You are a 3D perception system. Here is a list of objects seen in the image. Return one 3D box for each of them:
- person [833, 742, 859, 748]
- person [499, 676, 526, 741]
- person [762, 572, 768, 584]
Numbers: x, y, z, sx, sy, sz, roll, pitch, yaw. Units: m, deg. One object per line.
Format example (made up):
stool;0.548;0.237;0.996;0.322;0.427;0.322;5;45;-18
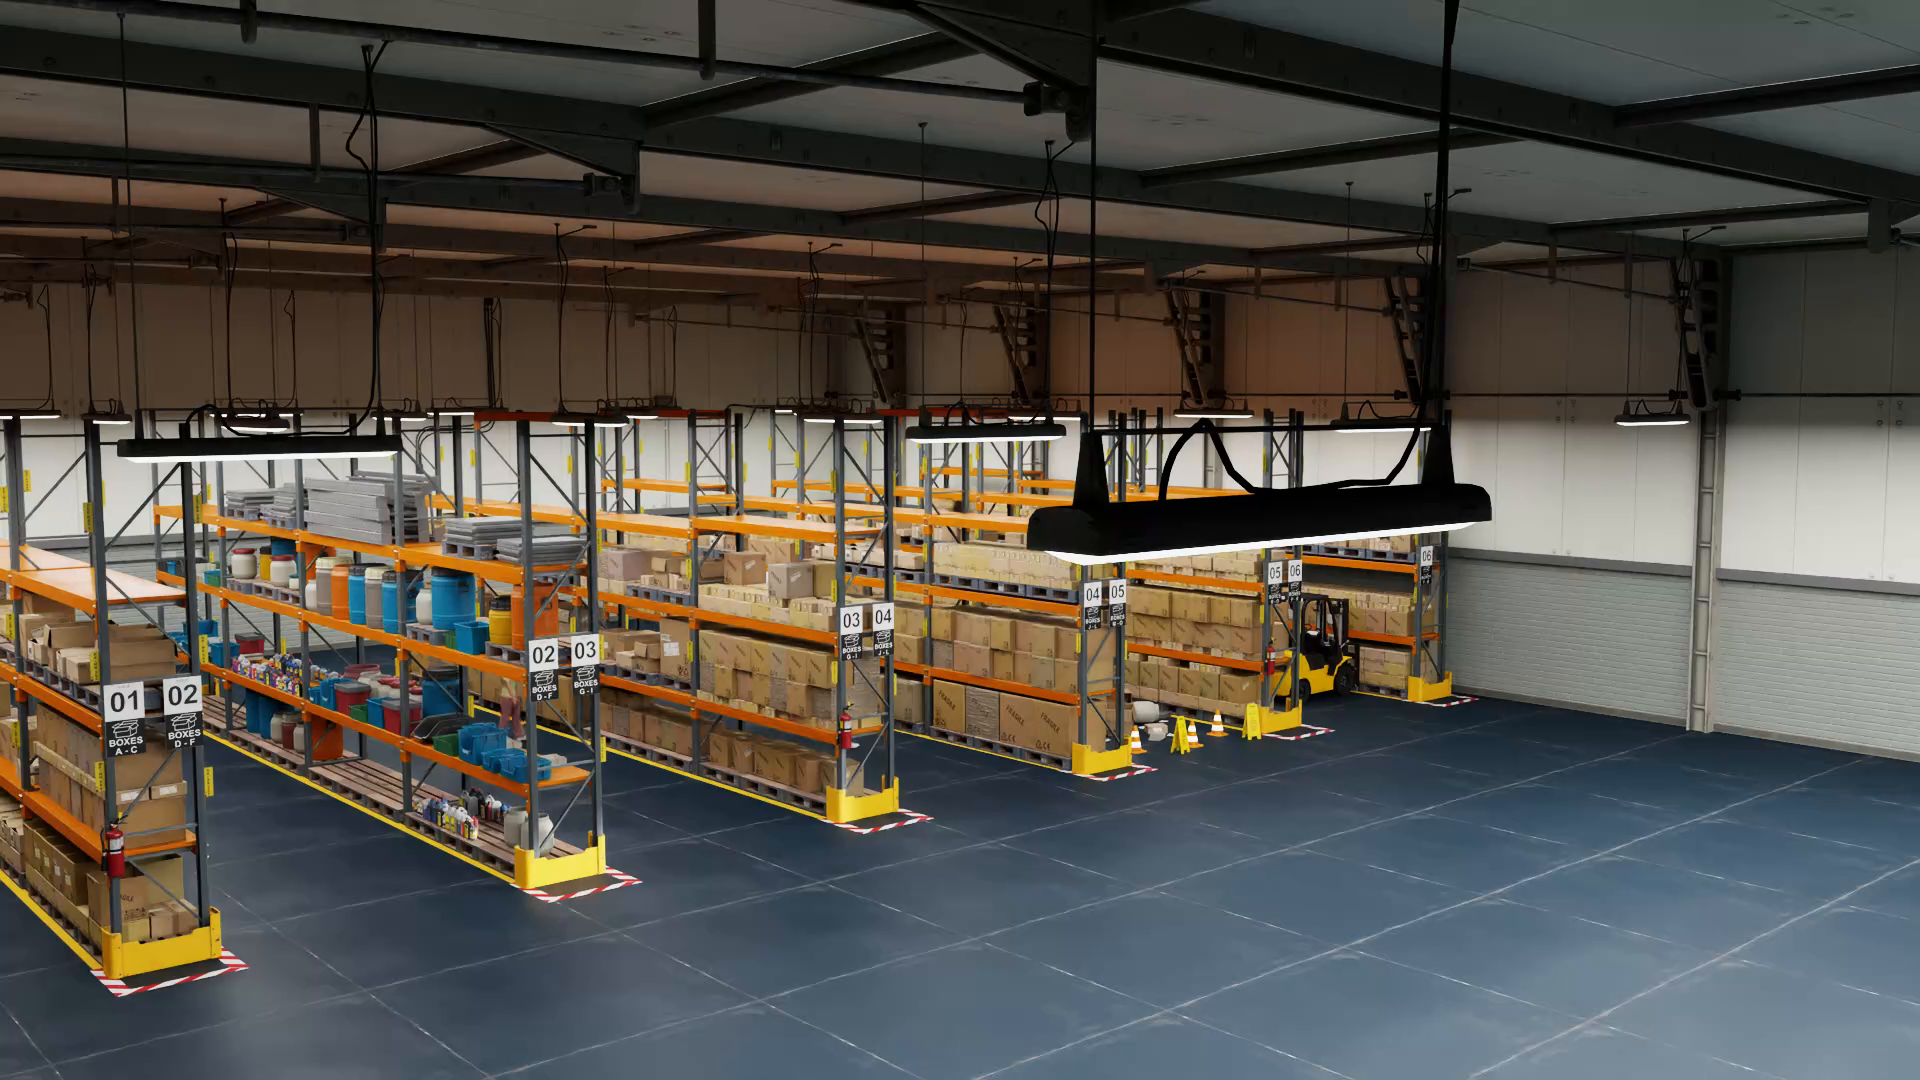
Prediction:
person;-2.118;2.843;29.794;0.564;1.802;0.653;-2;6;-24
person;-8.112;2.858;30.161;0.606;1.665;0.460;0;5;-3
person;-5.440;1.448;45.498;0.628;1.741;0.948;0;5;2
